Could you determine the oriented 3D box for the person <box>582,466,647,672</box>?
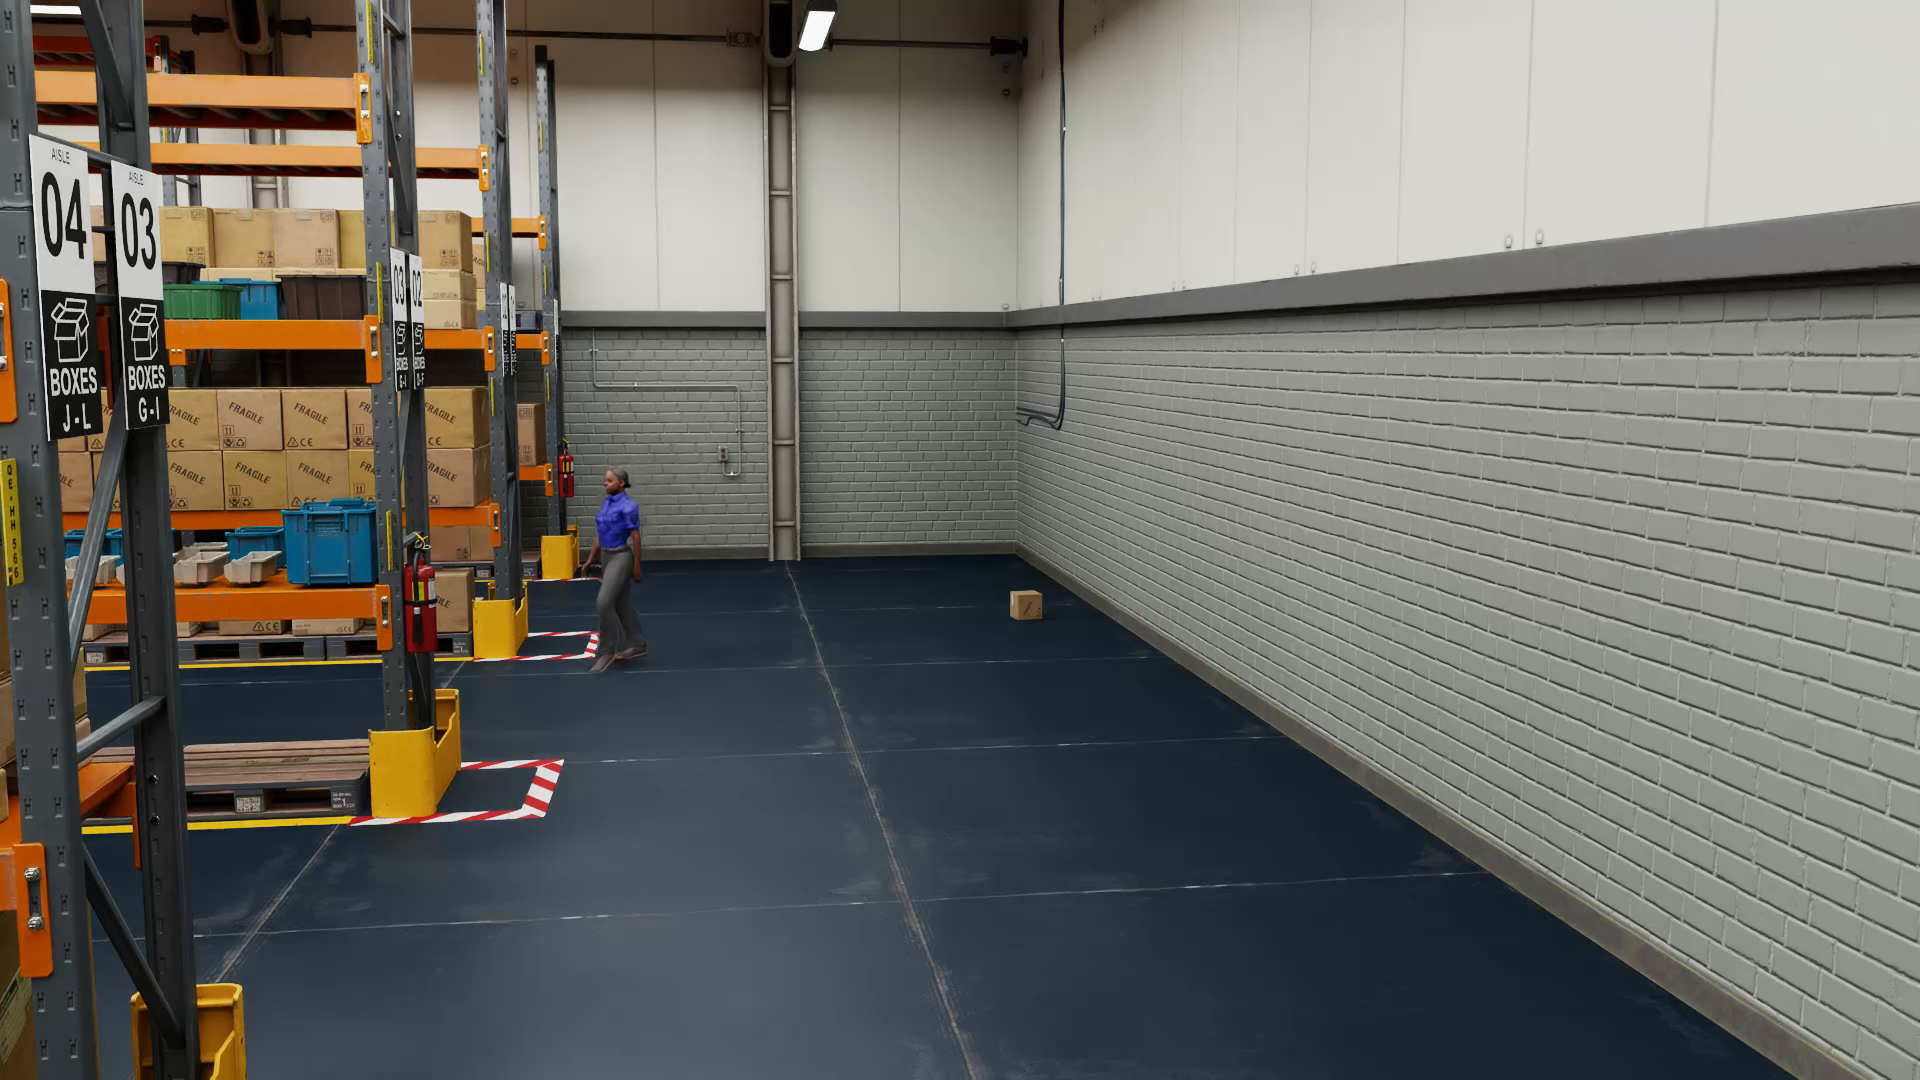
[{"bbox_3d":[-2.905,0.245,13.889,0.619,1.721,0.461,-5,8,-38],"label":"person"}]
